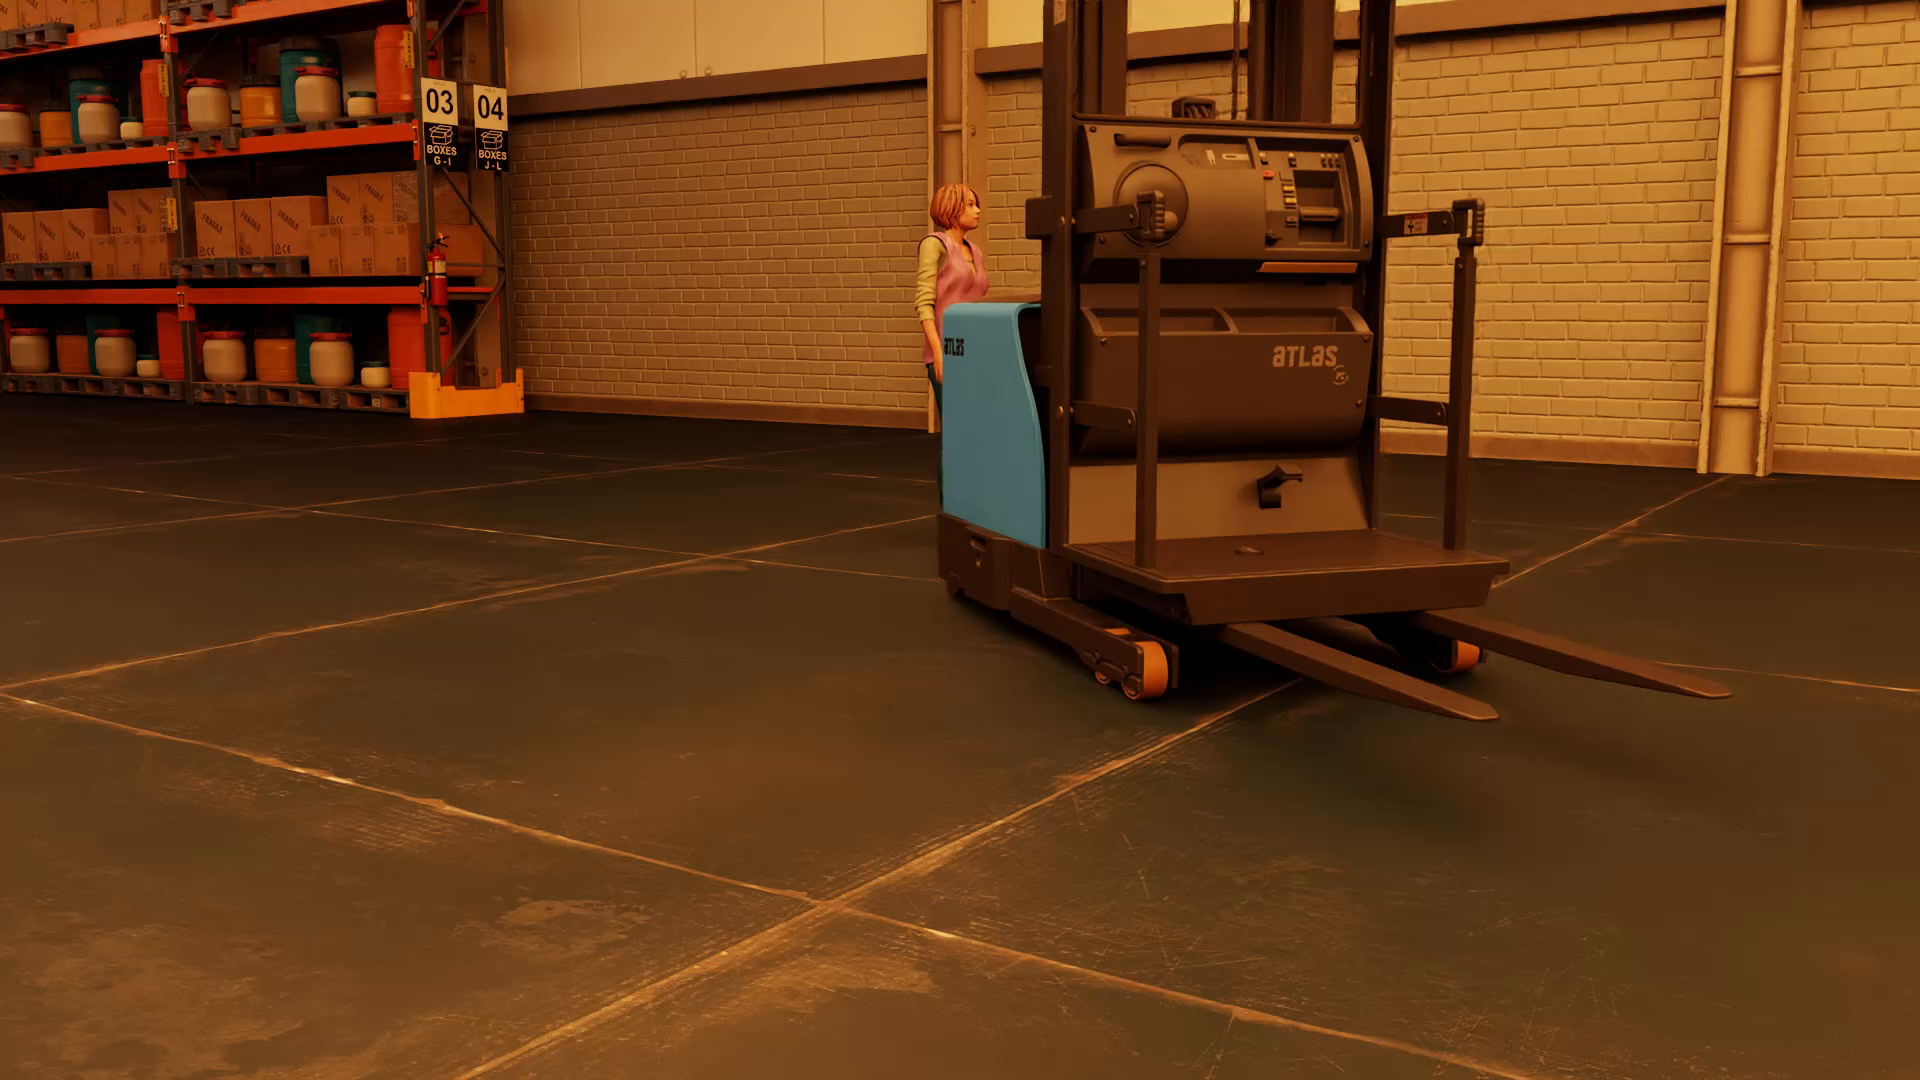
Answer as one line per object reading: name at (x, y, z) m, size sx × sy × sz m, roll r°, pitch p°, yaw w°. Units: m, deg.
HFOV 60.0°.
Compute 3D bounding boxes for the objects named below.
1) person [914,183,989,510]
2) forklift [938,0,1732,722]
person at (0.054, -0.783, 7.439) m, size 0.473 × 1.584 × 0.521 m, roll 5°, pitch 10°, yaw 34°
forklift at (0.882, -1.078, 4.773) m, size 1.130 × 2.935 × 3.031 m, roll -3°, pitch 9°, yaw -19°
